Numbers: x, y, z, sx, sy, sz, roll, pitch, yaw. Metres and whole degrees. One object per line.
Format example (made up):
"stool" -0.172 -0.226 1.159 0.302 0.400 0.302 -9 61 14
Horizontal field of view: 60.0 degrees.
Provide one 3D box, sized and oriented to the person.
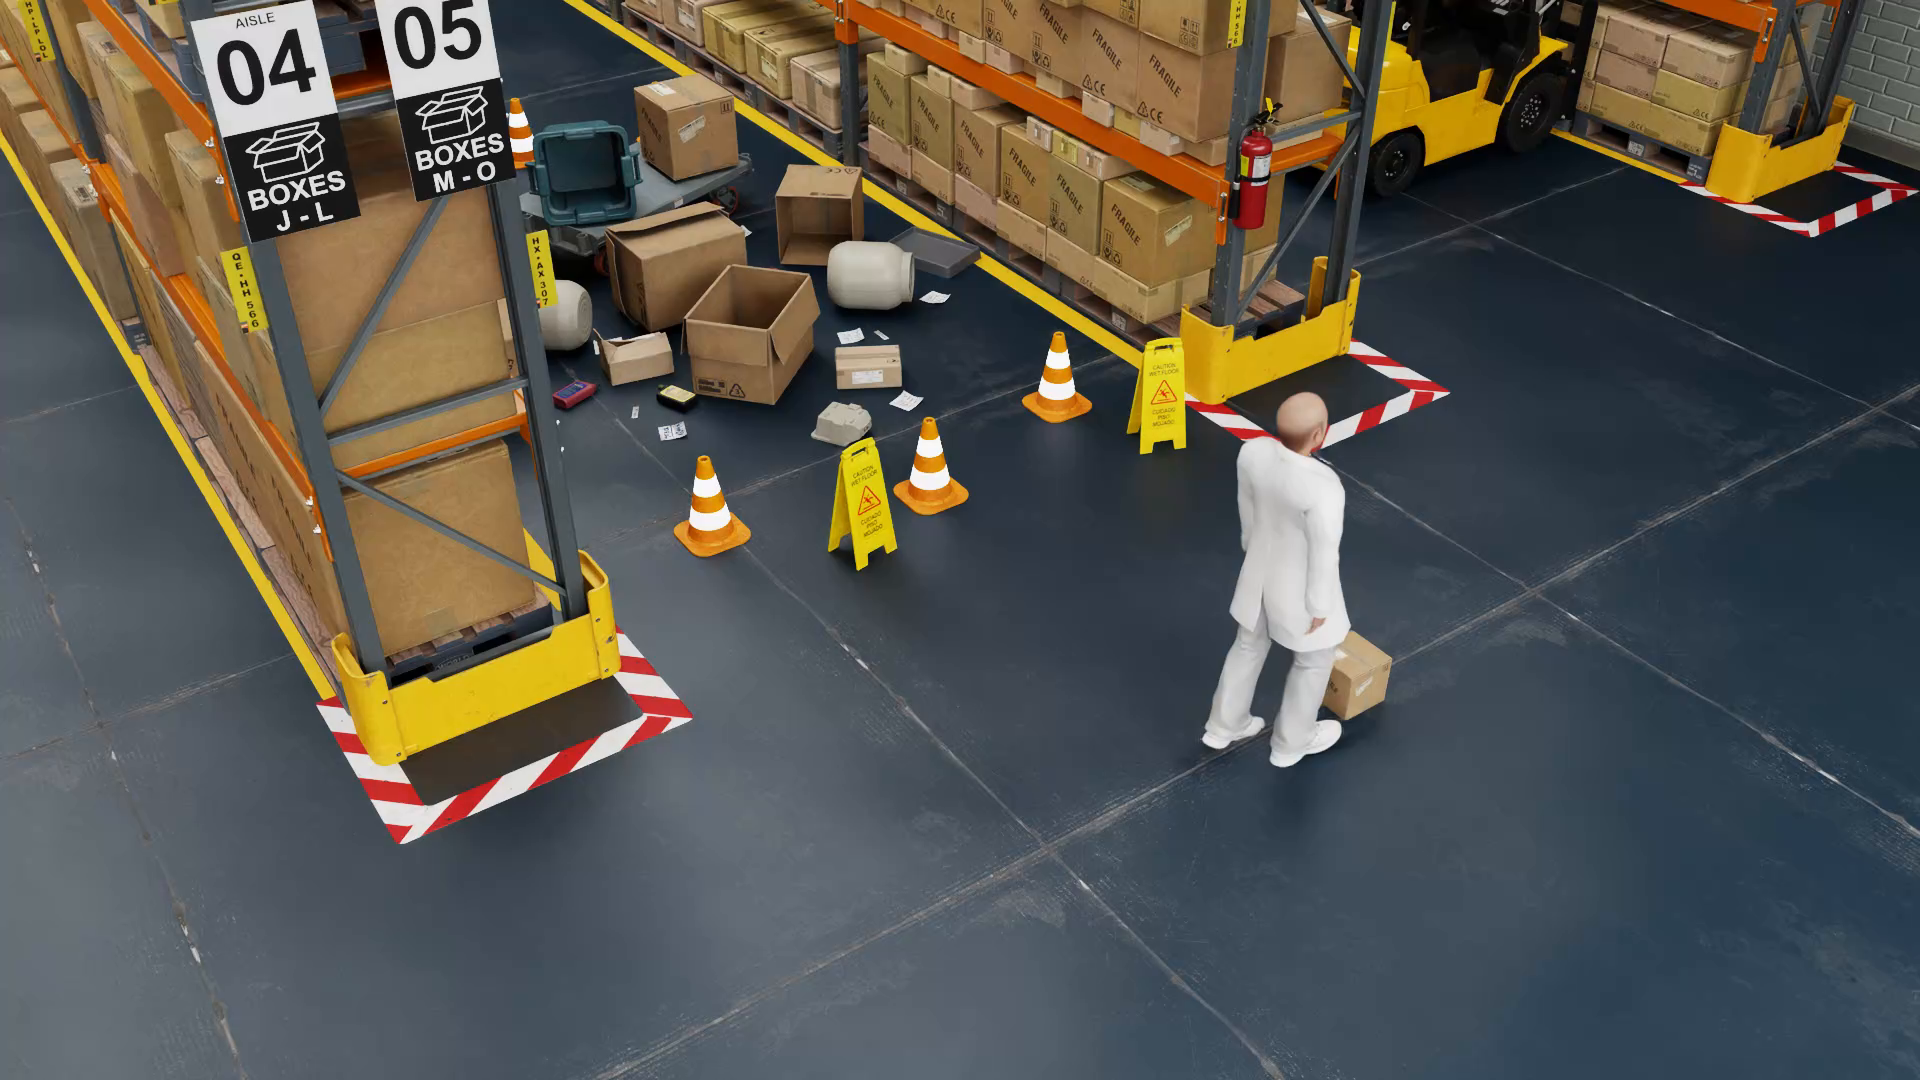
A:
"person" 1.341 0.174 6.825 0.562 1.817 0.566 -21 41 -27
